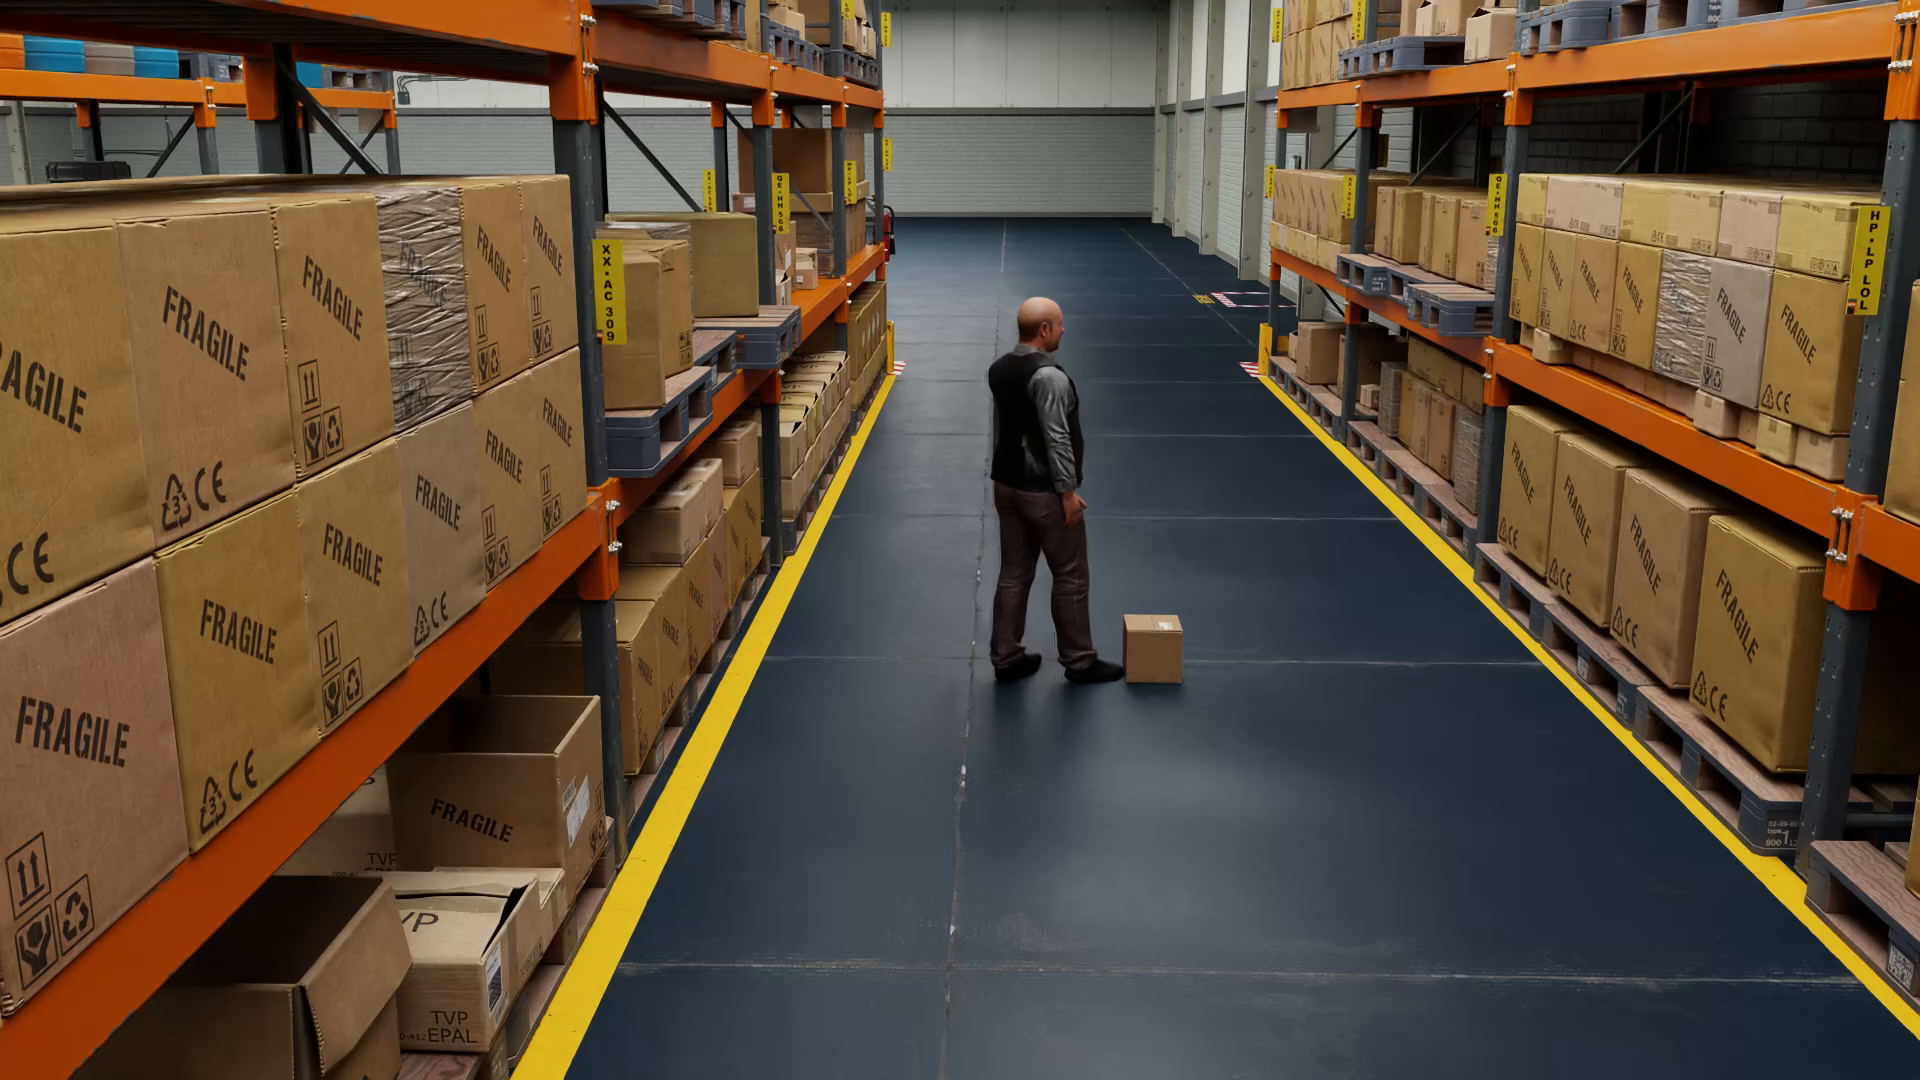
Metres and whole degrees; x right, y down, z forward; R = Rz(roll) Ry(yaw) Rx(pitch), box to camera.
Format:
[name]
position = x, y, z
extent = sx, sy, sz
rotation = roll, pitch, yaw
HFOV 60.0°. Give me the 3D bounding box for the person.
[person]
position = 0.439, -0.182, 7.455
extent = 0.601, 1.620, 0.560
rotation = -7, 16, -28
